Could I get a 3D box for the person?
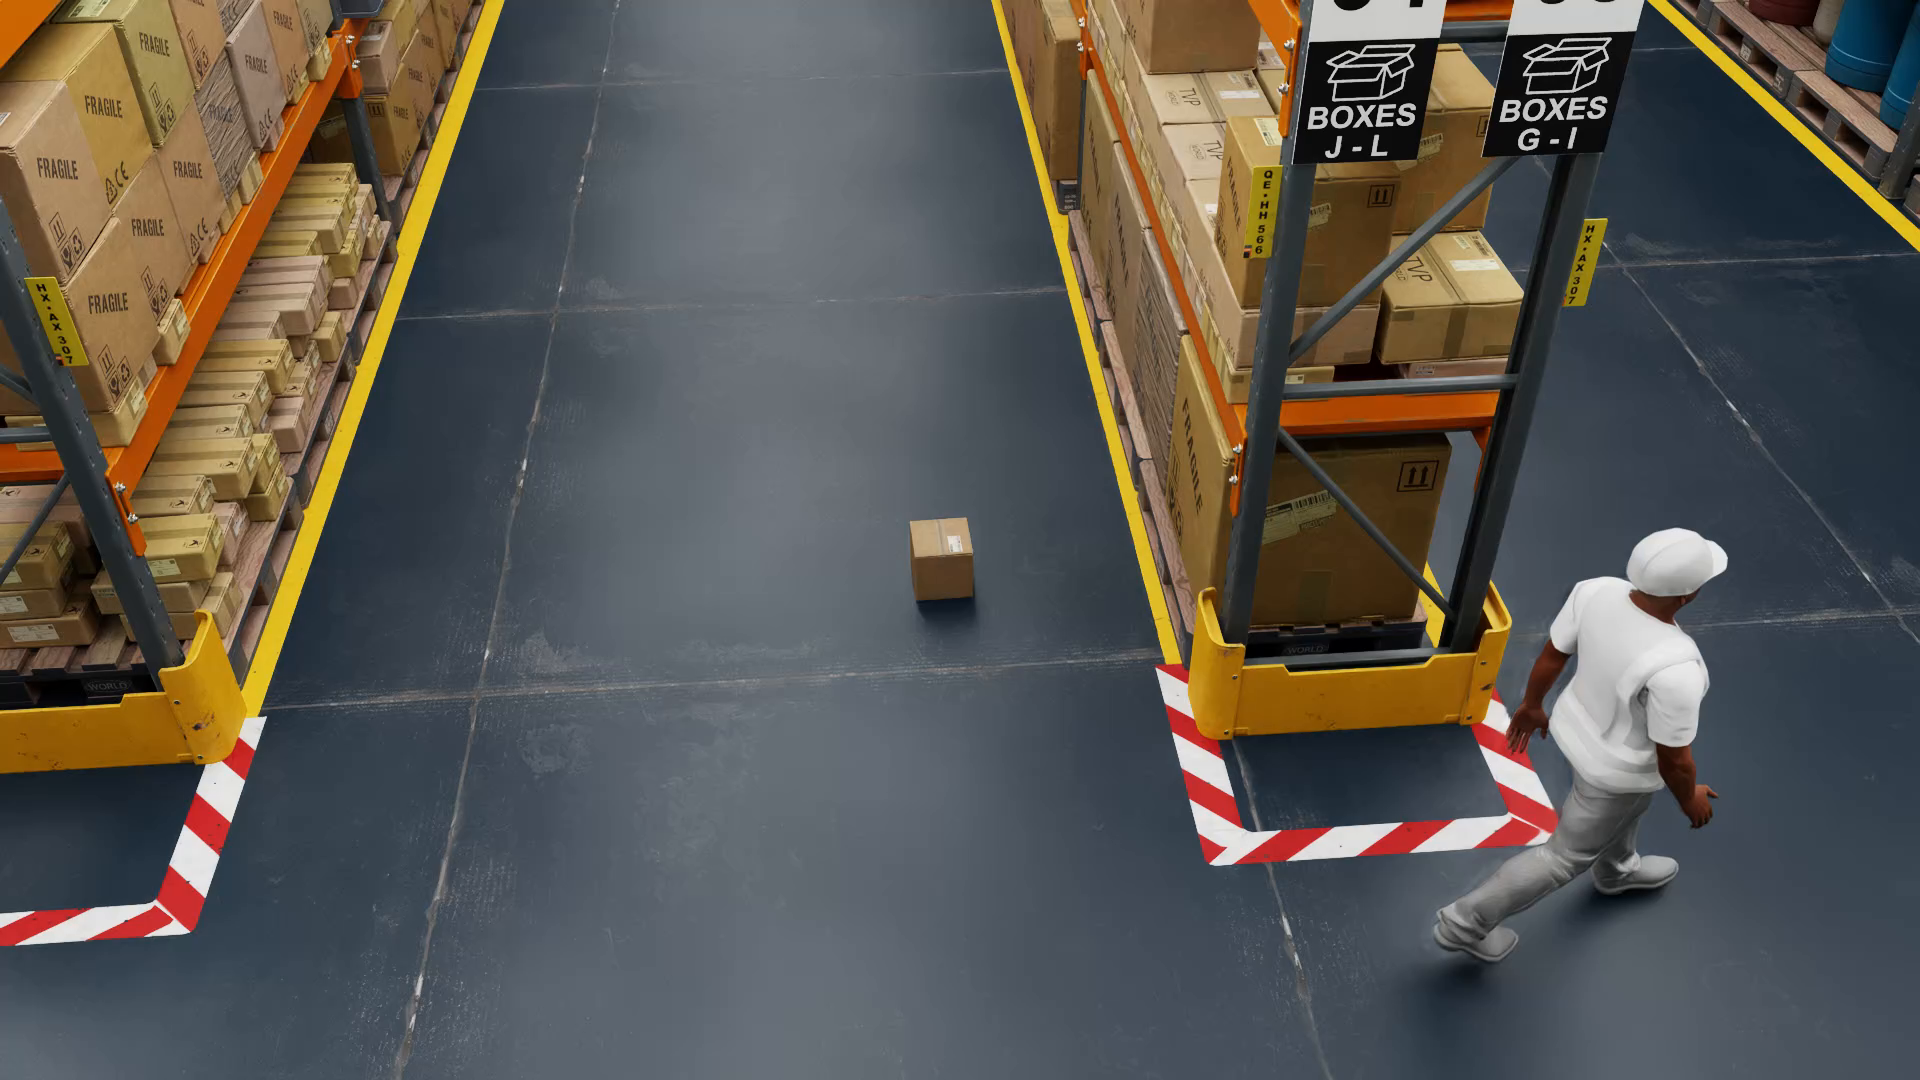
[{"bbox_3d":[2.085,0.663,5.316,1.030,1.725,0.588,-7,39,-9],"label":"person"}]
